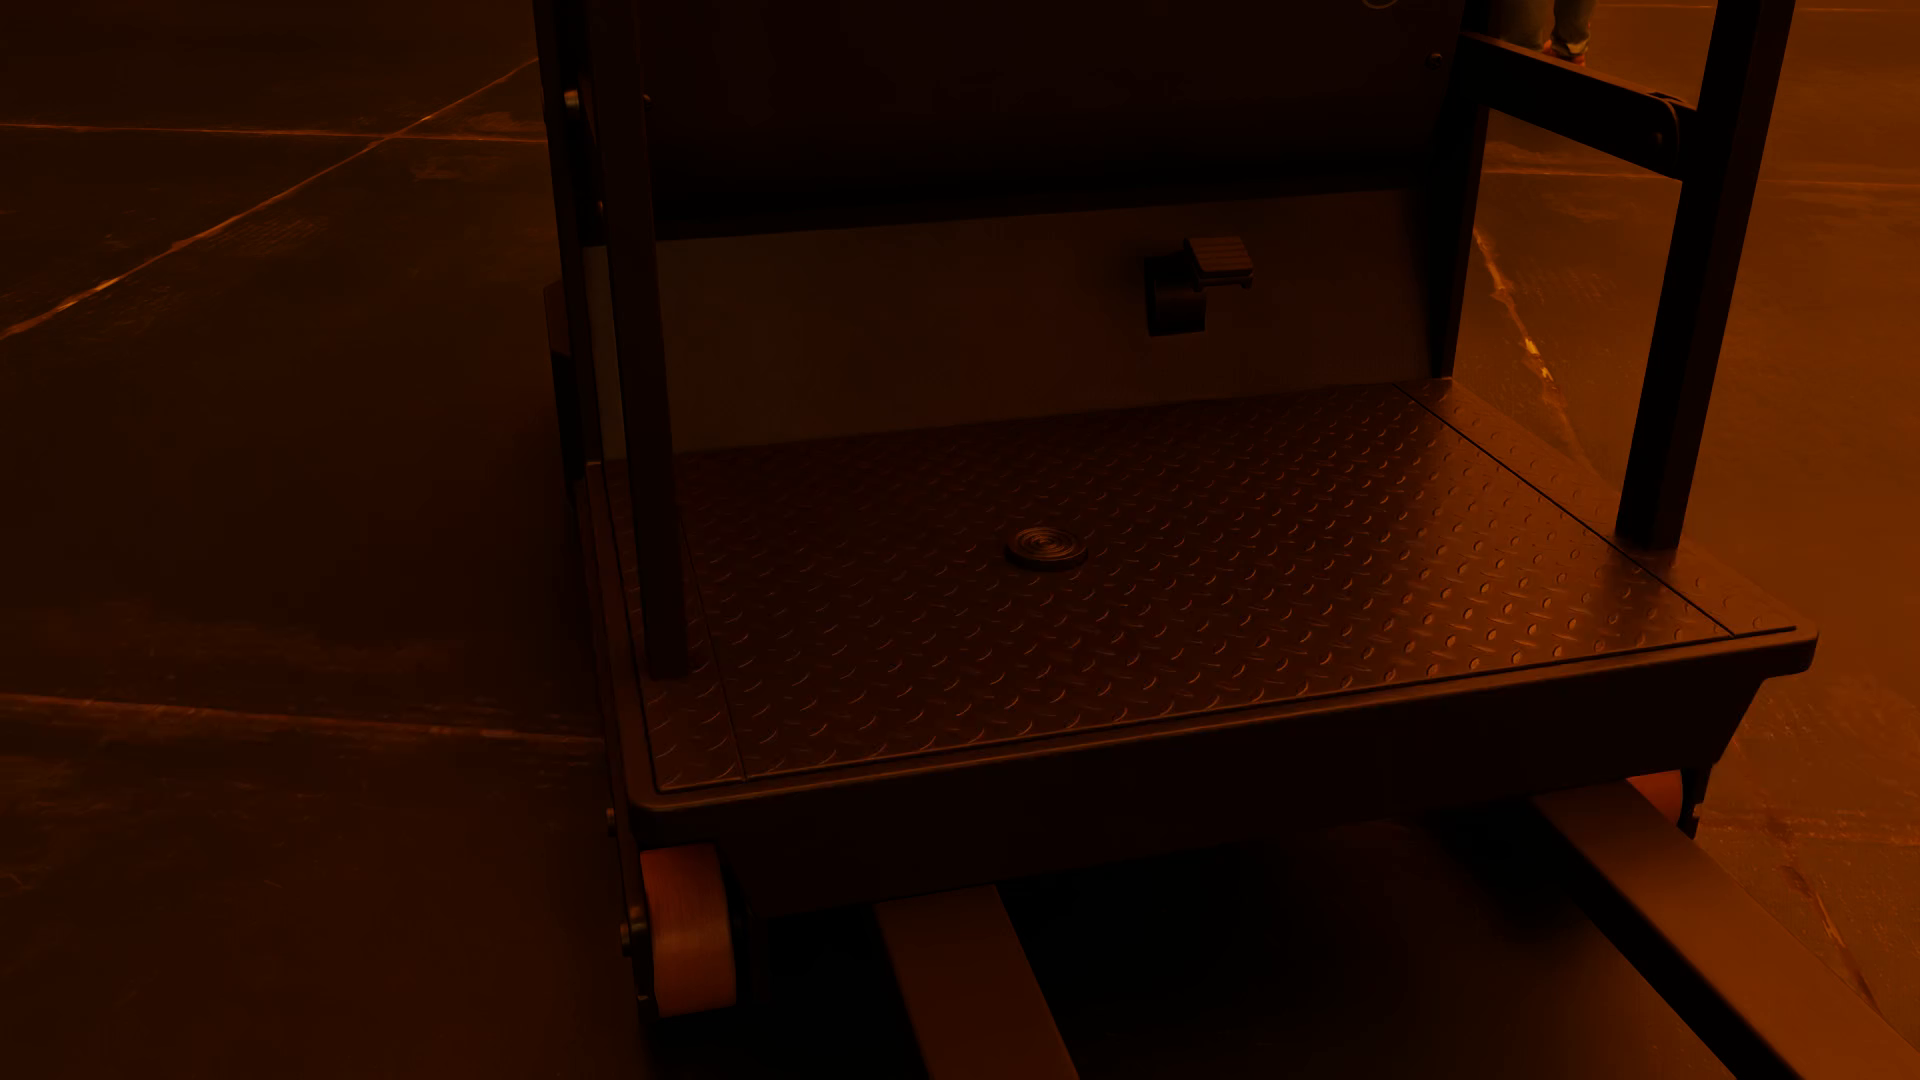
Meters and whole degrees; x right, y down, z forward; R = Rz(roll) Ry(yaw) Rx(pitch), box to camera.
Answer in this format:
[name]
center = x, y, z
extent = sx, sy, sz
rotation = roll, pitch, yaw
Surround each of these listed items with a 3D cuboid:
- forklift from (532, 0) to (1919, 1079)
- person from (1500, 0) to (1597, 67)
[forklift]
center = 0.153, -1.049, 1.319
extent = 1.130, 2.935, 3.031
rotation = -7, 27, -13
[person]
center = 1.882, -2.374, 5.266
extent = 0.665, 1.767, 0.570
rotation = -3, 27, -7
